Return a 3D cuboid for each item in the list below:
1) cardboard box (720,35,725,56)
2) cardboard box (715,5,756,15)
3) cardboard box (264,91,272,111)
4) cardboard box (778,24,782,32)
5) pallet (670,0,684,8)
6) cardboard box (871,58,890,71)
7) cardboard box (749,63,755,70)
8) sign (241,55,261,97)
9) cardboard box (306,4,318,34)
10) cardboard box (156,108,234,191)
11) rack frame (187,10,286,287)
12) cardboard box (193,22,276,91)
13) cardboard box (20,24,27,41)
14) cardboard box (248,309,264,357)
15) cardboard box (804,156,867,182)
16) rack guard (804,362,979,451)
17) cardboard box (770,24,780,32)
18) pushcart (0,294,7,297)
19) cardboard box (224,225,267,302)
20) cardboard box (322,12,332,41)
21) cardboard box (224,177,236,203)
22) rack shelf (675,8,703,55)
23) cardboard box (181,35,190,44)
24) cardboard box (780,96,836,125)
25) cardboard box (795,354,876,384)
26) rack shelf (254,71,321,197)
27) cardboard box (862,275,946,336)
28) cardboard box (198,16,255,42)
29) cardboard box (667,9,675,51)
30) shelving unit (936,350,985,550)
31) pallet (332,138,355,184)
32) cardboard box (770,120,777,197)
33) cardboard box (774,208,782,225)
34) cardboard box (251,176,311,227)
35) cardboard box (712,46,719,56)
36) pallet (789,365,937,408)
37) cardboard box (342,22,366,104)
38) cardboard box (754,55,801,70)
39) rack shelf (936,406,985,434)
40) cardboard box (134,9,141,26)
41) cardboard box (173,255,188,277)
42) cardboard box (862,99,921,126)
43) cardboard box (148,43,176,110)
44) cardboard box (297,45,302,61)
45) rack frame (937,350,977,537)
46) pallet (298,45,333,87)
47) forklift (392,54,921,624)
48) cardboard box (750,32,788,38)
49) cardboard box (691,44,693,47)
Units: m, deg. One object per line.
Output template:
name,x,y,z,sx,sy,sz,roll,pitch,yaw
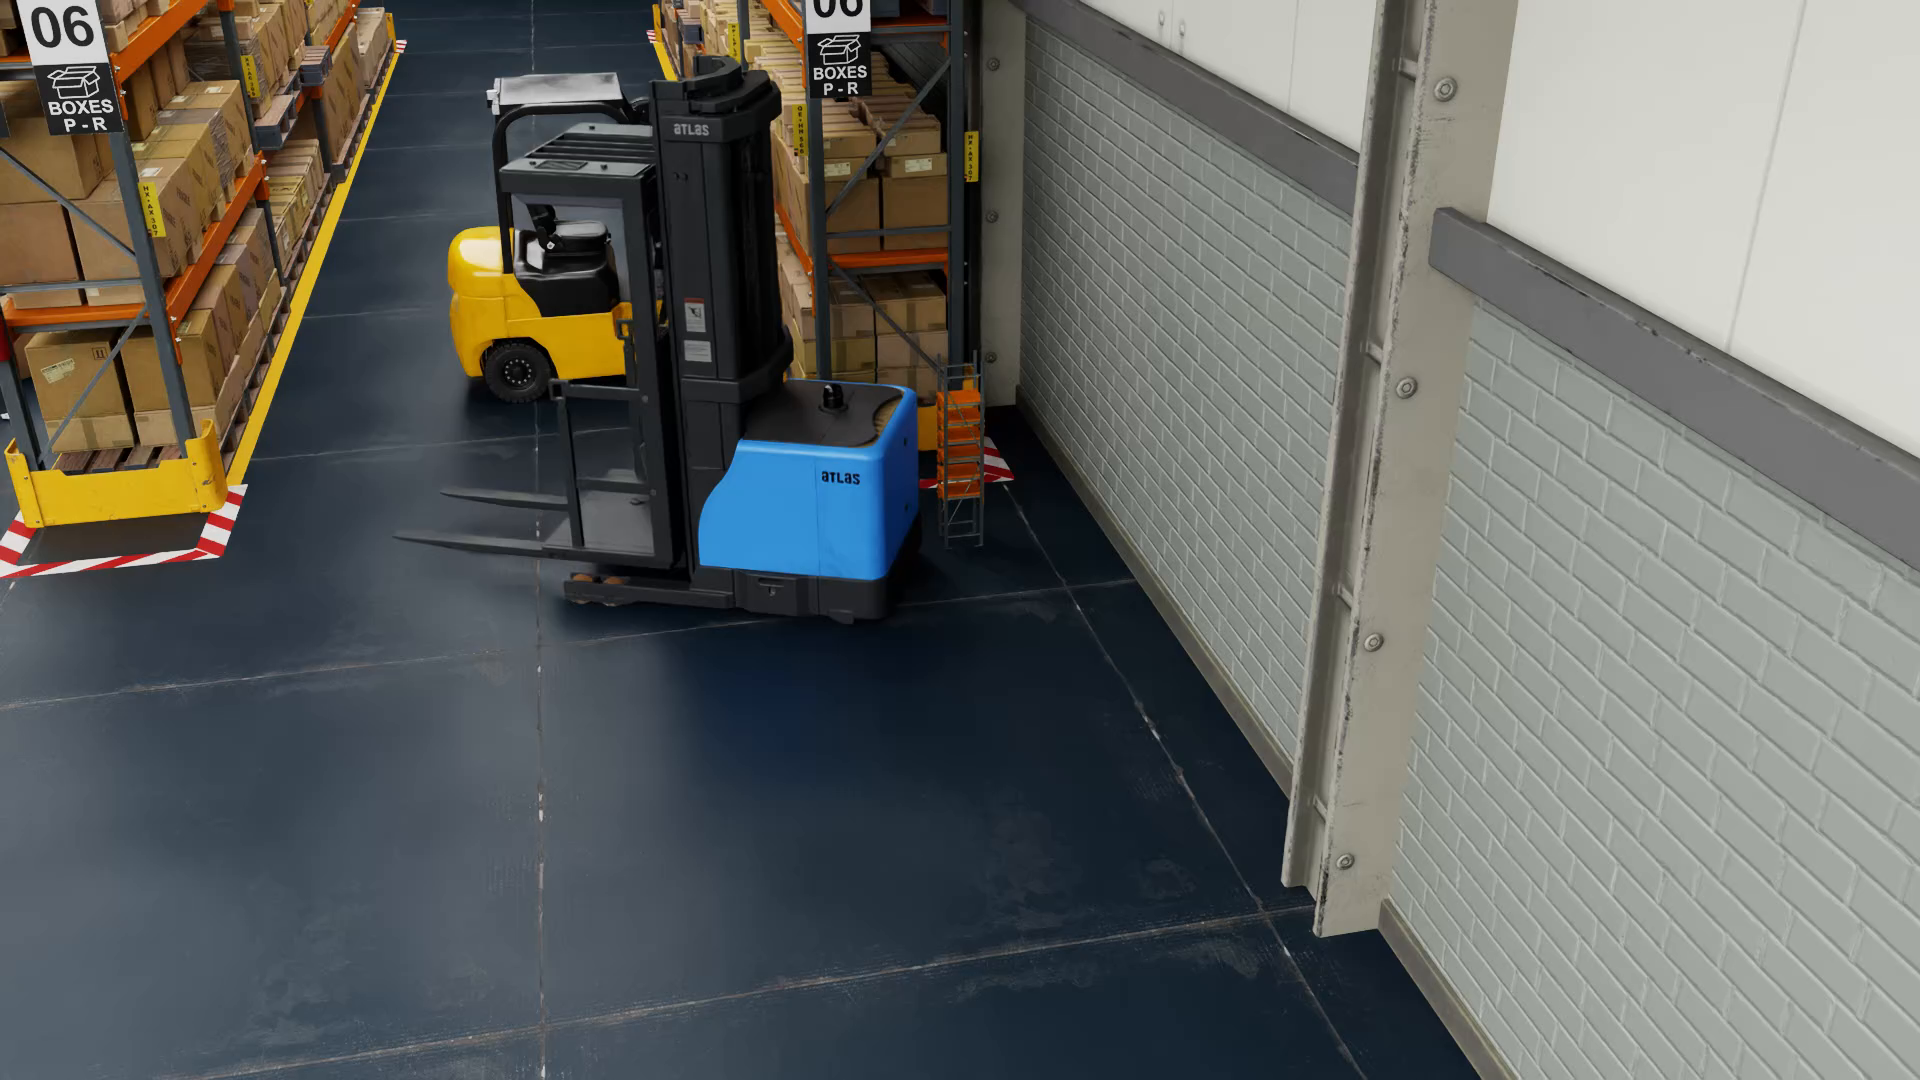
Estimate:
cardboard box,-1.966,-4.567,15.581,0.500,0.250,0.500,-5,27,-11
cardboard box,-2.190,-5.126,16.246,0.380,0.149,0.250,-5,27,-11
cardboard box,-6.074,-3.726,14.116,0.380,0.149,0.250,-5,27,-11
cardboard box,-1.542,-4.956,15.908,0.380,0.149,0.250,-6,27,-11
pallet,-3.103,-6.836,20.677,1.003,0.211,1.213,-6,27,-12
cardboard box,-0.763,-3.680,13.051,0.380,0.149,0.250,-6,27,-12
cardboard box,-1.558,-3.939,13.894,0.380,0.149,0.250,-6,27,-12
sign,-5.682,-3.710,13.312,0.100,0.325,0.005,-6,27,-12
cardboard box,-6.984,-5.425,17.281,0.500,0.250,0.500,-6,27,-12
cardboard box,-5.623,-2.821,12.068,0.500,0.500,0.500,-5,27,-10
rack frame,-6.209,-3.266,13.391,1.000,3.000,0.127,-6,27,-12
cardboard box,-6.149,-4.085,14.108,0.500,0.500,0.500,-6,27,-11
cardboard box,-5.775,-3.091,9.994,0.380,0.149,0.250,-5,27,-10
cardboard box,-5.574,-1.537,12.551,0.500,0.250,0.500,-6,27,-11
cardboard box,-0.824,-2.473,10.990,0.380,0.149,0.250,-6,27,-11
rack guard,-0.467,-0.889,11.456,1.175,0.500,0.348,-6,27,-12
cardboard box,-1.570,-4.848,16.138,0.500,0.250,0.500,-6,27,-13
pushcart,-8.419,-1.841,13.480,1.648,0.377,0.936,-16,31,-29
cardboard box,-5.698,-2.105,12.844,0.500,0.500,0.500,-5,27,-11
cardboard box,-7.221,-5.650,18.280,0.500,0.250,0.500,-5,27,-10
cardboard box,-5.608,-2.598,12.346,0.380,0.149,0.250,-6,27,-12
rack shelf,-2.726,-6.084,19.773,1.077,0.370,4.000,-6,27,-12
cardboard box,-6.537,-3.810,13.562,0.500,0.500,0.500,-6,27,-13
cardboard box,-1.080,-3.055,11.813,0.380,0.149,0.250,-5,27,-10
cardboard box,-0.886,-1.149,11.784,0.500,0.250,0.500,-6,27,-11
rack shelf,-6.660,-3.822,15.292,1.077,0.370,4.000,-6,27,-12
cardboard box,-0.397,-1.652,11.669,0.500,0.250,0.500,-6,27,-12
cardboard box,-5.971,-4.162,13.541,0.380,0.149,0.250,-6,27,-12
cardboard box,-3.856,-7.211,23.516,0.500,0.500,0.500,-5,27,-11
shelving unit,0.003,-0.529,9.967,0.258,1.200,0.189,-6,27,-12
pallet,-7.215,-4.130,18.199,1.003,0.211,1.213,-6,27,-12
cardboard box,-1.187,-2.922,12.600,0.500,0.500,0.500,-6,27,-11
cardboard box,-1.342,-2.491,13.331,0.500,0.250,0.500,-5,27,-10
cardboard box,-6.654,-3.130,15.573,0.950,0.372,0.625,-5,27,-10
cardboard box,-2.182,-4.794,16.585,0.500,0.250,0.500,-7,28,-13
pallet,-0.686,-1.102,12.199,1.003,0.211,1.213,-6,27,-12
cardboard box,-7.794,-5.752,20.210,0.875,0.875,0.875,-5,27,-10
cardboard box,-1.420,-3.728,13.146,0.380,0.149,0.250,-5,27,-10
rack shelf,0.003,-0.704,9.879,0.258,0.103,0.180,-6,27,-12
cardboard box,-5.319,-3.247,10.304,0.380,0.149,0.250,-6,27,-12
cardboard box,-5.234,-1.802,10.769,0.380,0.149,0.250,-7,28,-13
cardboard box,-0.481,-2.994,11.692,0.380,0.149,0.250,-6,27,-11
cardboard box,-6.228,-3.448,12.201,0.700,0.500,0.500,-6,27,-11
cardboard box,-6.527,-4.649,15.945,0.380,0.149,0.250,-7,28,-14
rack frame,-0.017,-0.569,10.047,0.240,1.200,0.006,-6,27,-12
pallet,-6.846,-4.634,16.315,1.213,0.211,1.003,-6,27,-12
forklift,-1.801,-1.154,9.283,3.031,2.935,1.130,5,27,10
cardboard box,-1.747,-4.457,14.921,0.380,0.149,0.250,-6,27,-12
cardboard box,-3.218,-6.346,21.082,0.380,0.149,0.250,-7,28,-13
